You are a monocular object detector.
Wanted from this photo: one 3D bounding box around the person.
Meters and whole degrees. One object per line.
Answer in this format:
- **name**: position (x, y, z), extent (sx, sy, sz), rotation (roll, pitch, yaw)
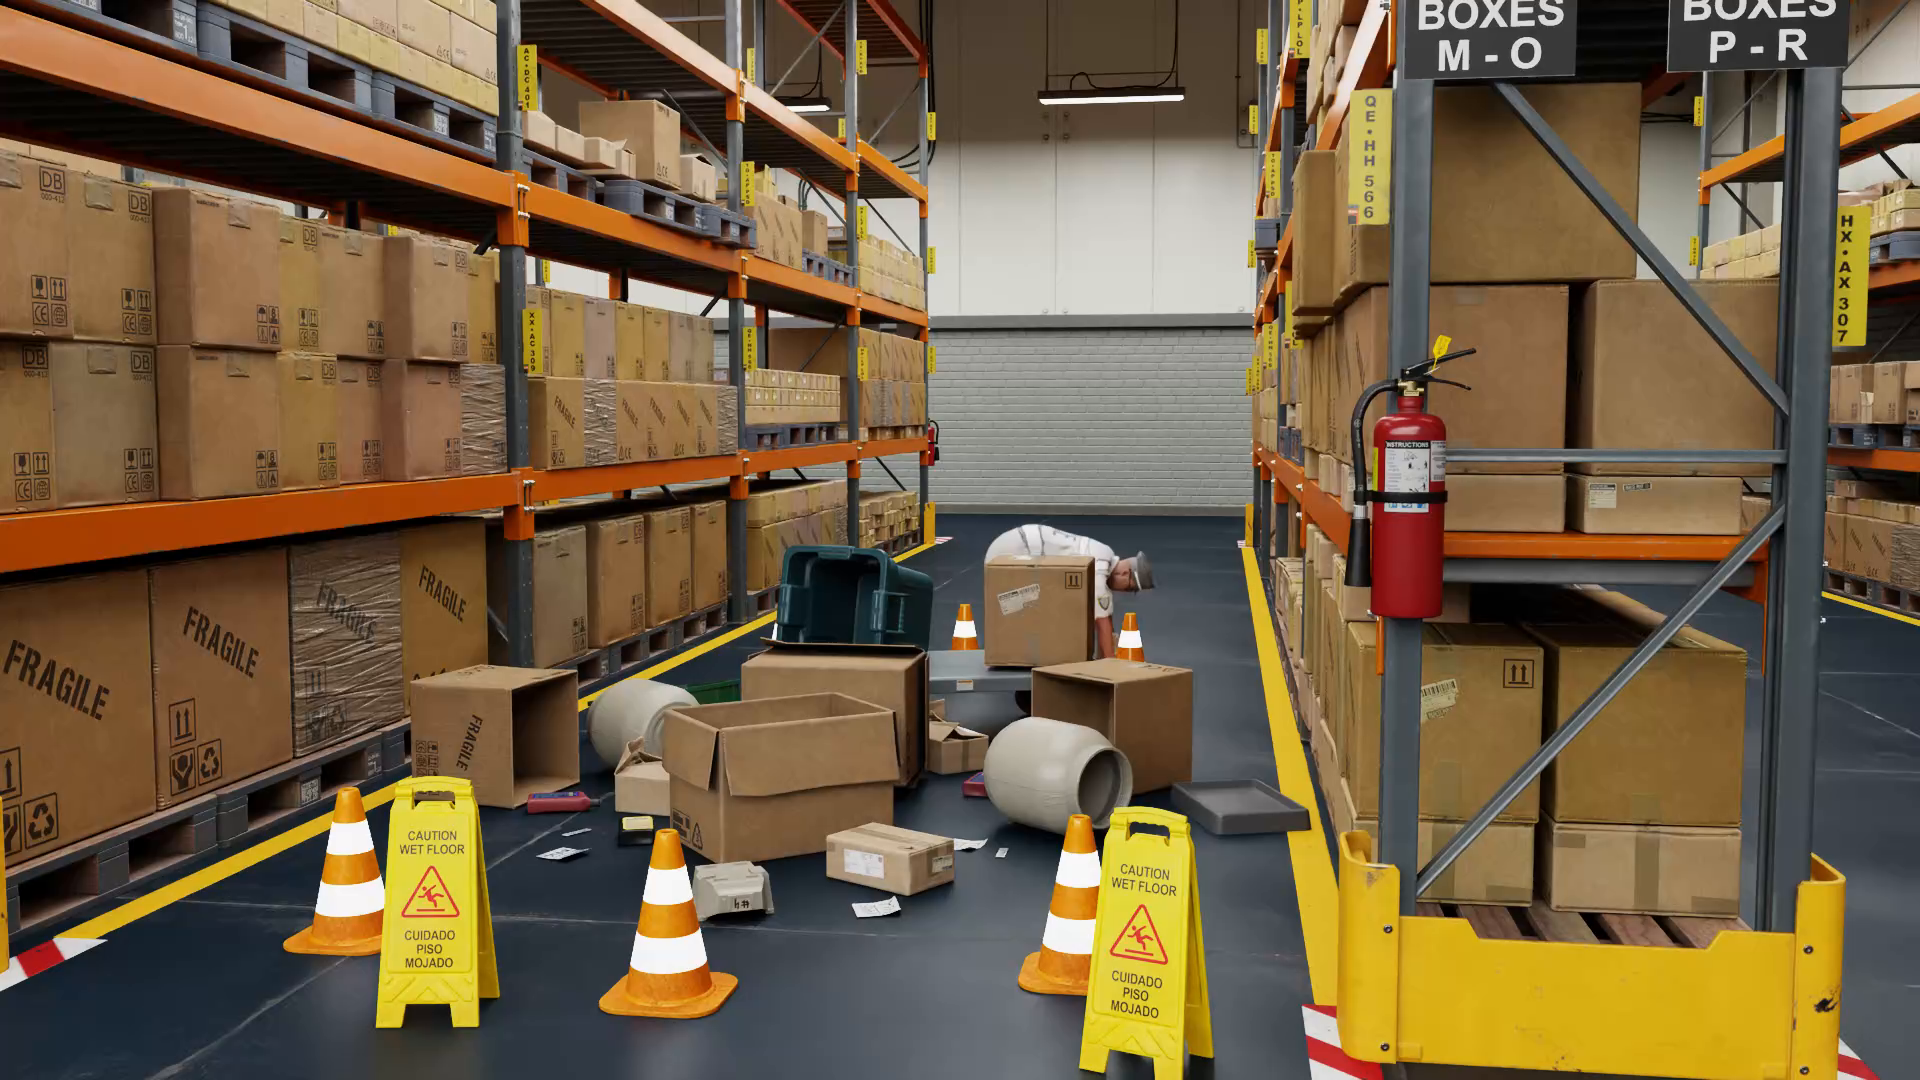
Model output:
- **person**: position (0.661, 0.375, 10.023), extent (1.023, 0.938, 0.534), rotation (0, 4, 6)
